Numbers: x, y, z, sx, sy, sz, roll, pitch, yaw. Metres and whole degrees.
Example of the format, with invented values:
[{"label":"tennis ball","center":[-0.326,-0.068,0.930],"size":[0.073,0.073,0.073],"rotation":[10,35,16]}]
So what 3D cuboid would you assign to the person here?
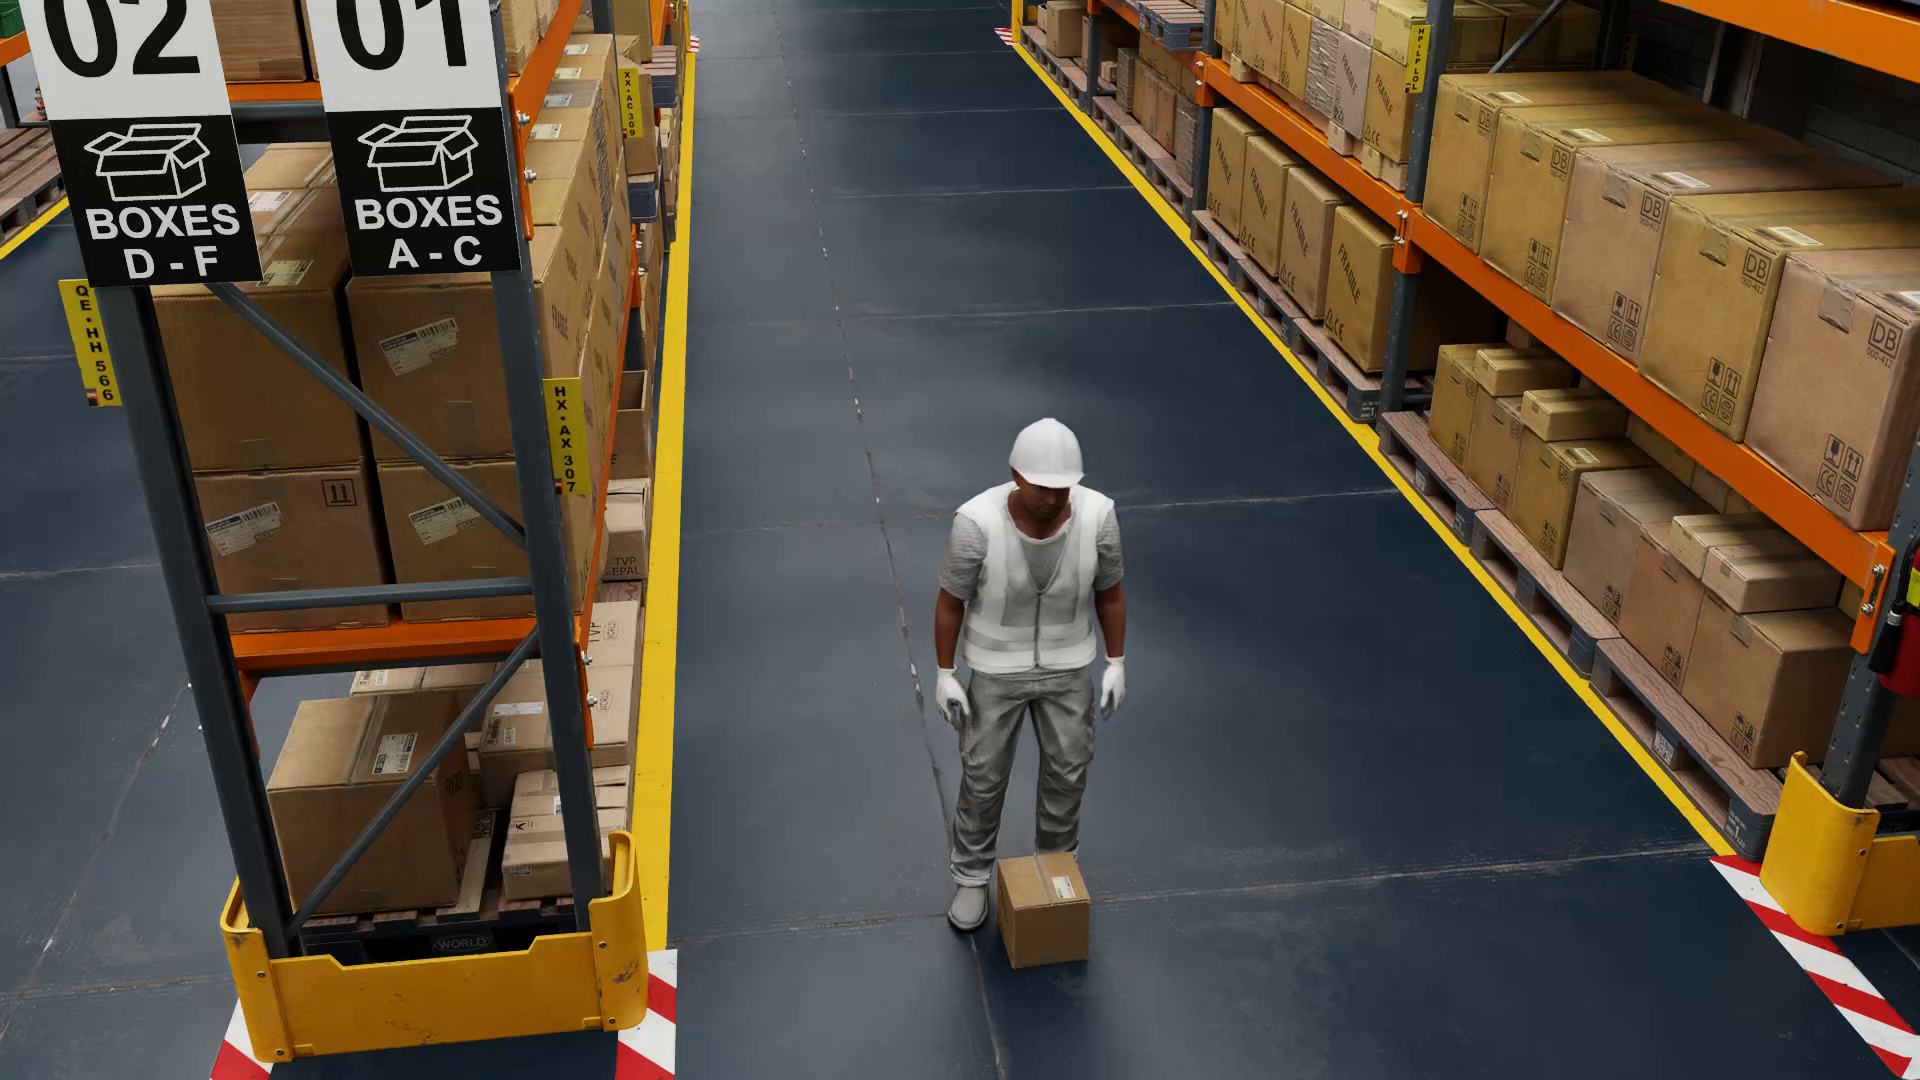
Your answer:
[{"label":"person","center":[0.223,0.424,5.270],"size":[0.616,1.774,0.450],"rotation":[-4,27,-7]}]
